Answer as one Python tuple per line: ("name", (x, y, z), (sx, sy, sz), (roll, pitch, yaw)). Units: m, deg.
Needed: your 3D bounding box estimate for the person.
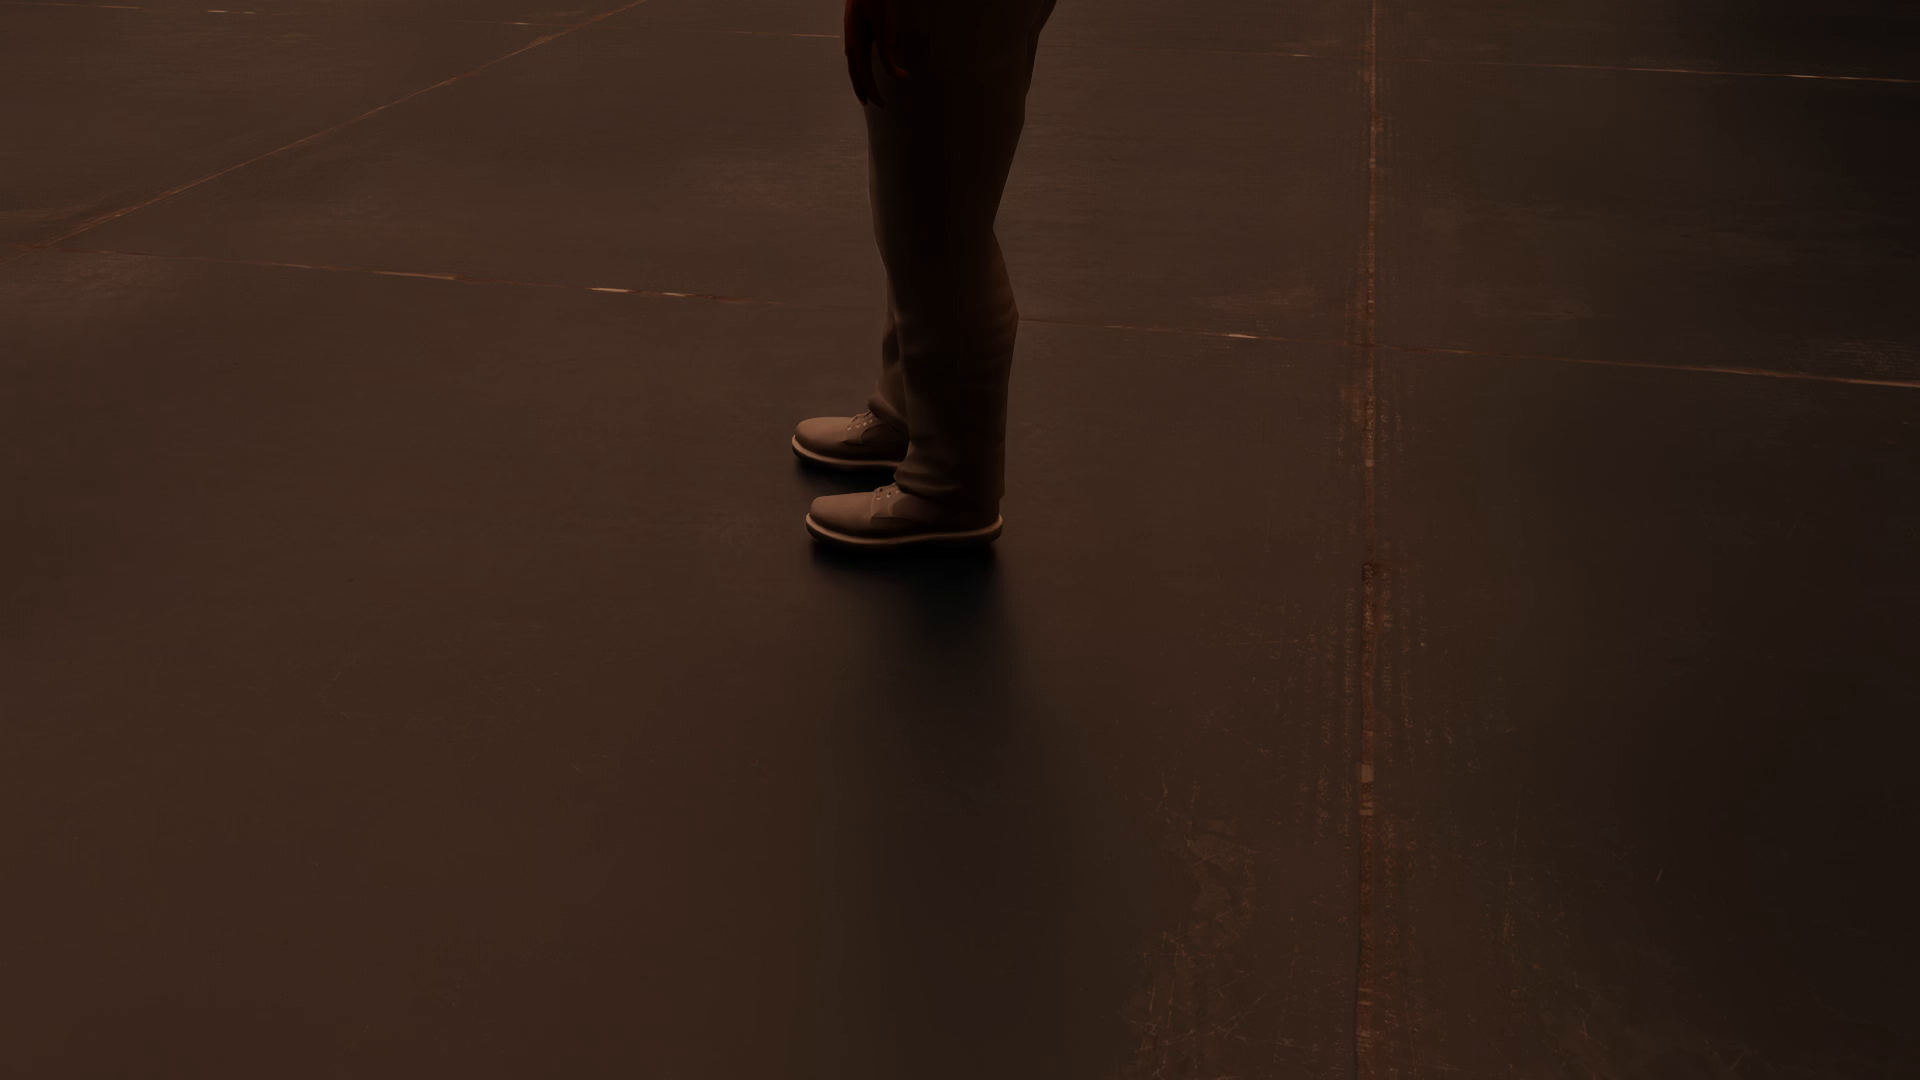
("person", (-0.068, -0.779, 2.147), (0.530, 1.694, 0.569), (6, 27, 11))
